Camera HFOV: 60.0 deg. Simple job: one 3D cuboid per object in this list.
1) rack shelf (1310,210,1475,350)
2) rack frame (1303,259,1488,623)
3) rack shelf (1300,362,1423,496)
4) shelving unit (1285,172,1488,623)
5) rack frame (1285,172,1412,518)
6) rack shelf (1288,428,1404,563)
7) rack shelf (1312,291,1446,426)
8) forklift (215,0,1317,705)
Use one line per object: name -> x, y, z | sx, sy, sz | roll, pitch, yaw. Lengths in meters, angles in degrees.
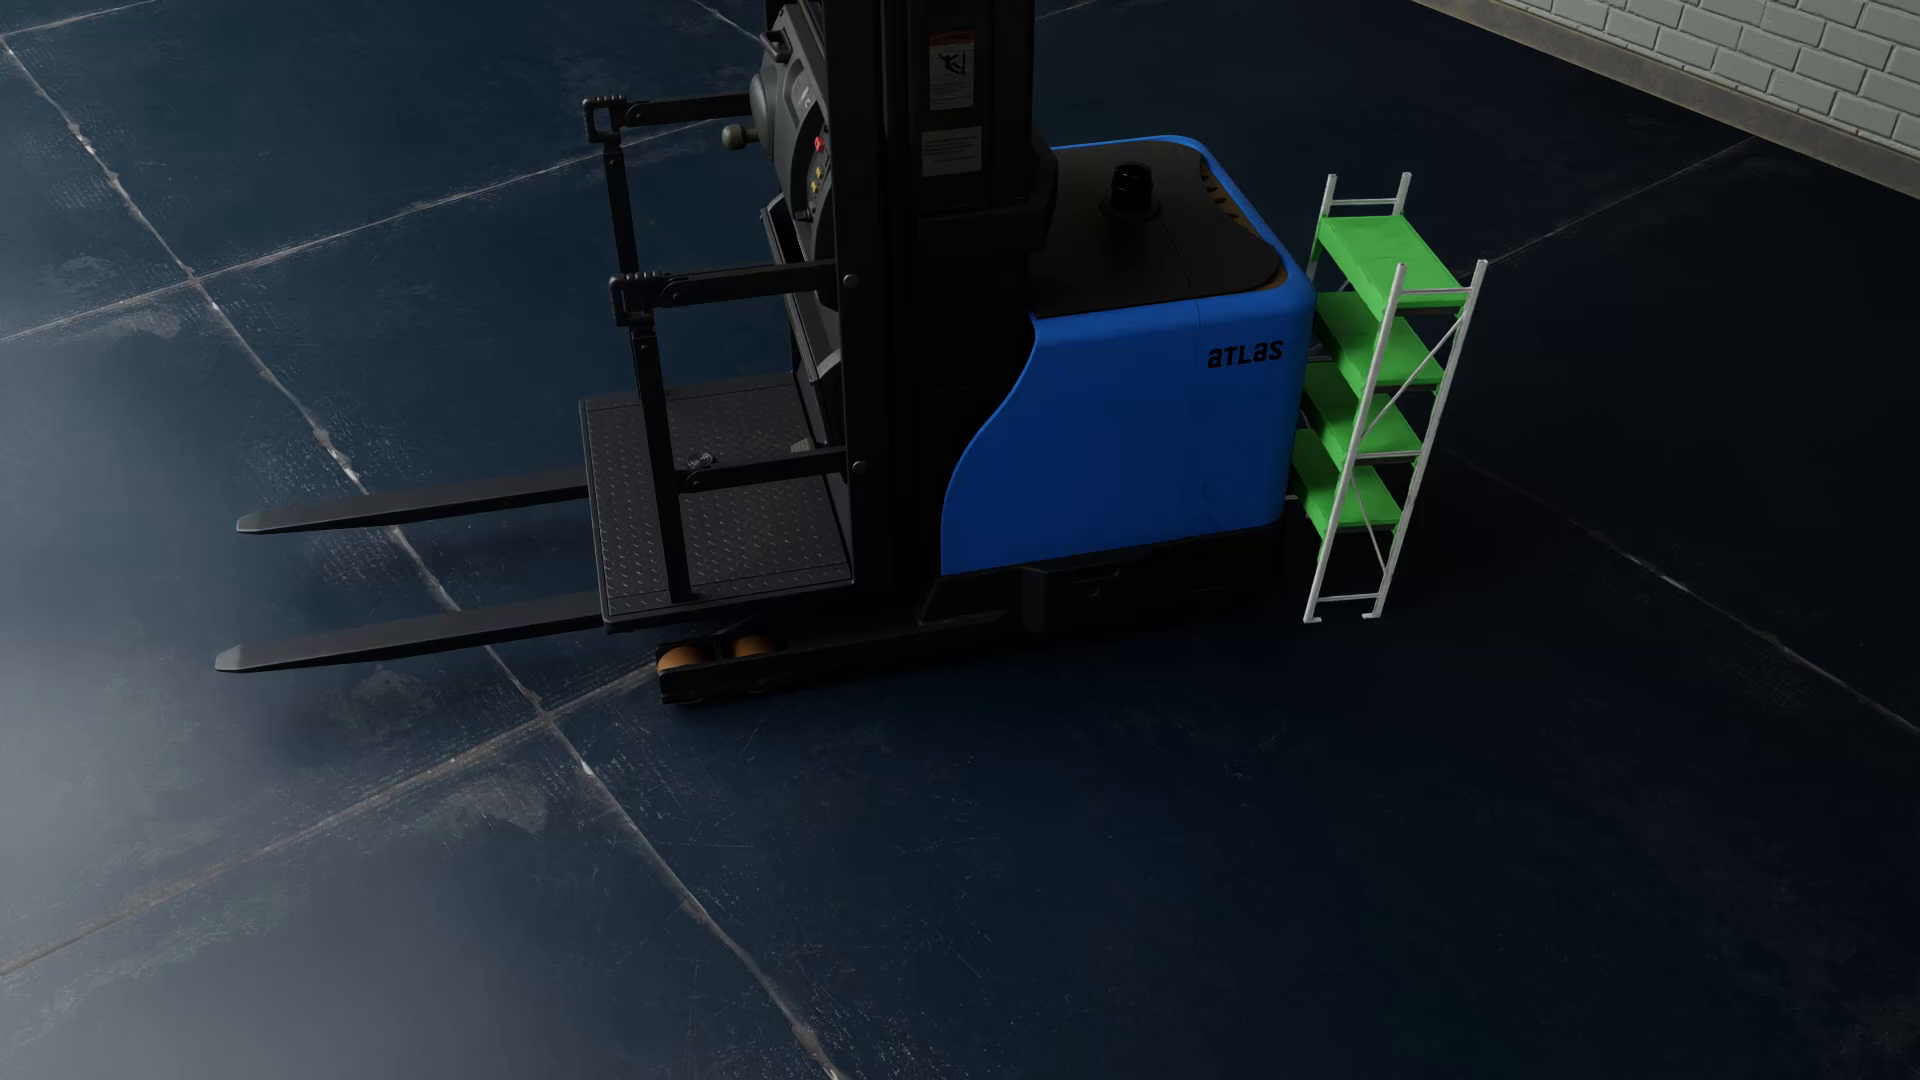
rack shelf -> 1.162, -0.710, 4.501 | 0.258, 0.148, 0.480 | -4, 39, -11
rack frame -> 1.179, -0.234, 4.575 | 0.240, 1.200, 0.015 | -4, 39, -11
rack shelf -> 1.128, -0.336, 4.800 | 0.258, 0.148, 0.480 | -4, 39, -11
shelving unit -> 1.132, -0.386, 4.760 | 0.258, 1.200, 0.503 | -4, 39, -11
rack frame -> 1.086, -0.538, 4.945 | 0.240, 1.200, 0.015 | -4, 39, -11
rack shelf -> 1.111, -0.149, 4.949 | 0.258, 0.148, 0.480 | -4, 39, -11
rack shelf -> 1.145, -0.523, 4.651 | 0.258, 0.148, 0.480 | -4, 39, -11
forklift -> -0.610, -1.041, 4.208 | 3.031, 2.935, 1.130 | -9, 40, -10
